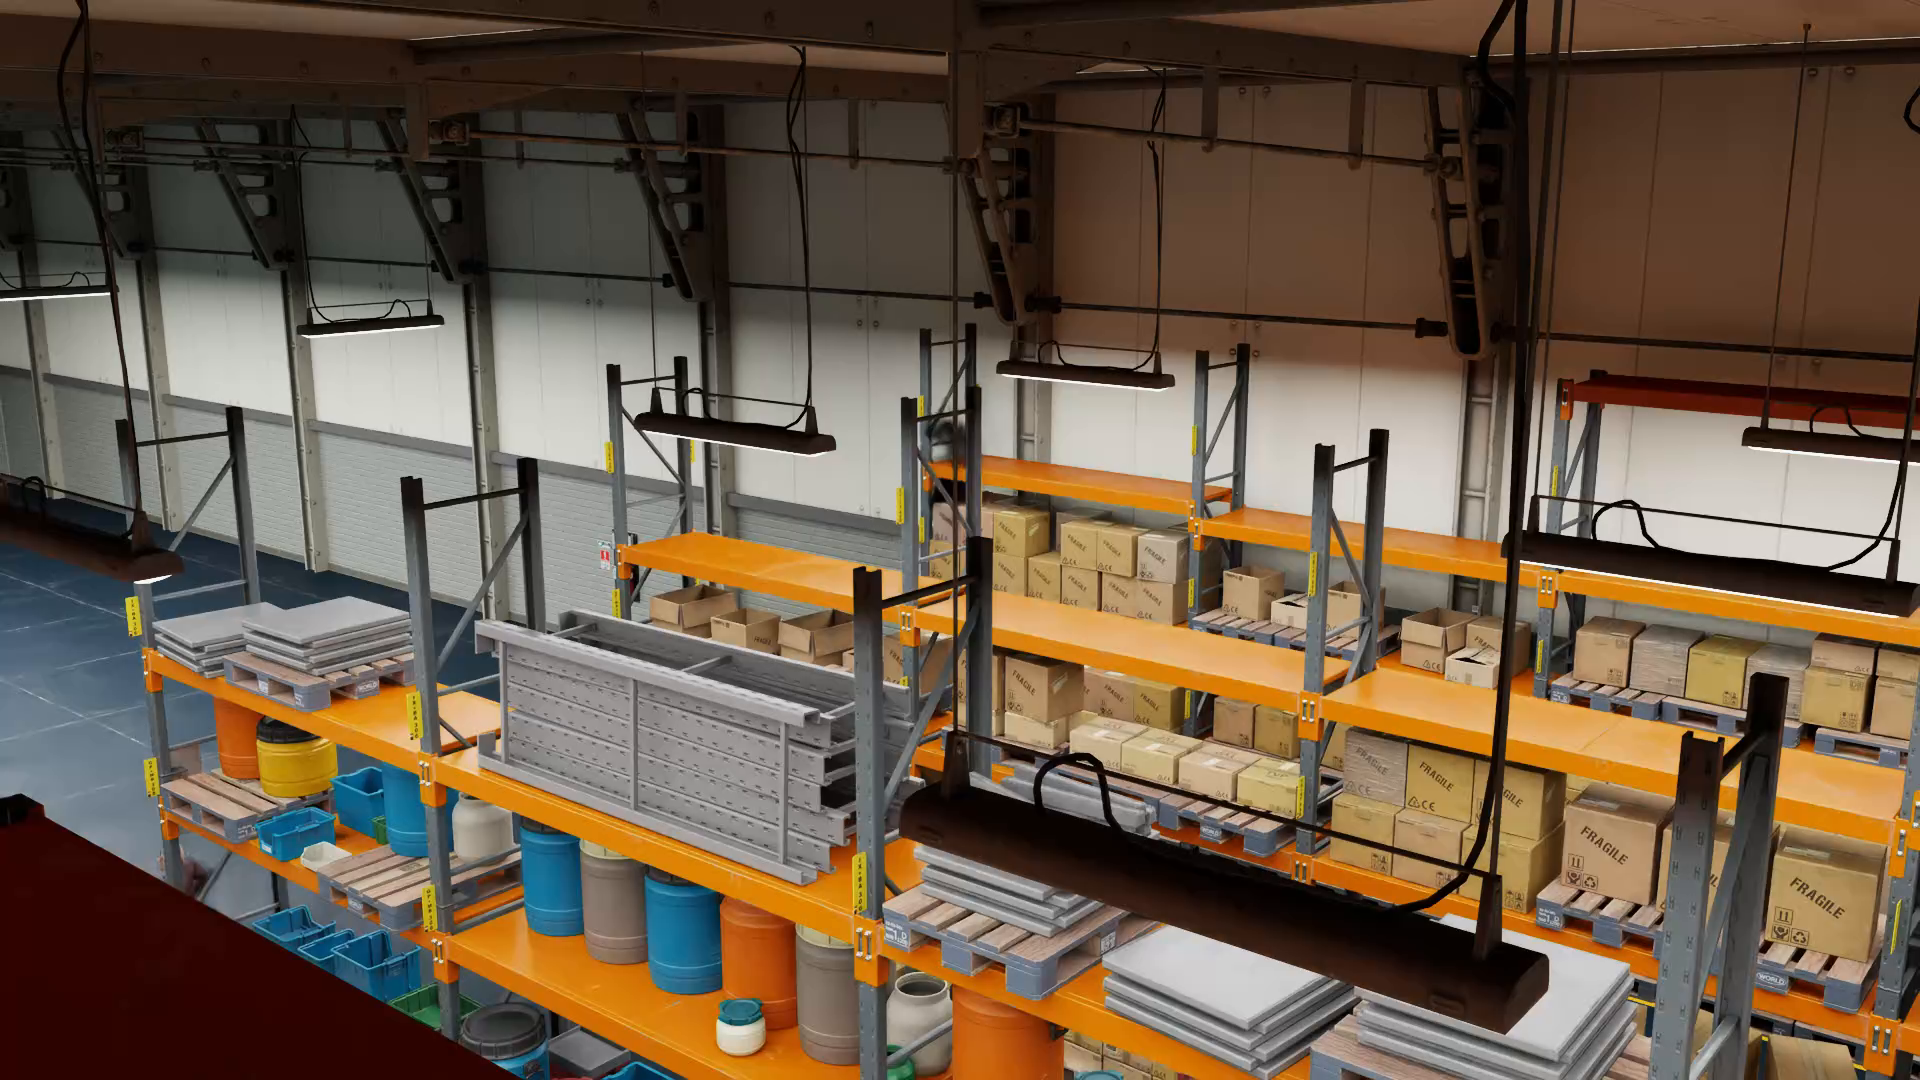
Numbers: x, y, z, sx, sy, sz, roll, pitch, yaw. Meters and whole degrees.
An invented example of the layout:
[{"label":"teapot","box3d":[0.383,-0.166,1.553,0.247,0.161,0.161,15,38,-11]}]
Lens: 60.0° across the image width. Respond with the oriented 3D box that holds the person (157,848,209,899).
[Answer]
[{"label":"person","box3d":[-7.361,3.732,15.859,0.942,1.779,0.746,-3,13,-14]}]
